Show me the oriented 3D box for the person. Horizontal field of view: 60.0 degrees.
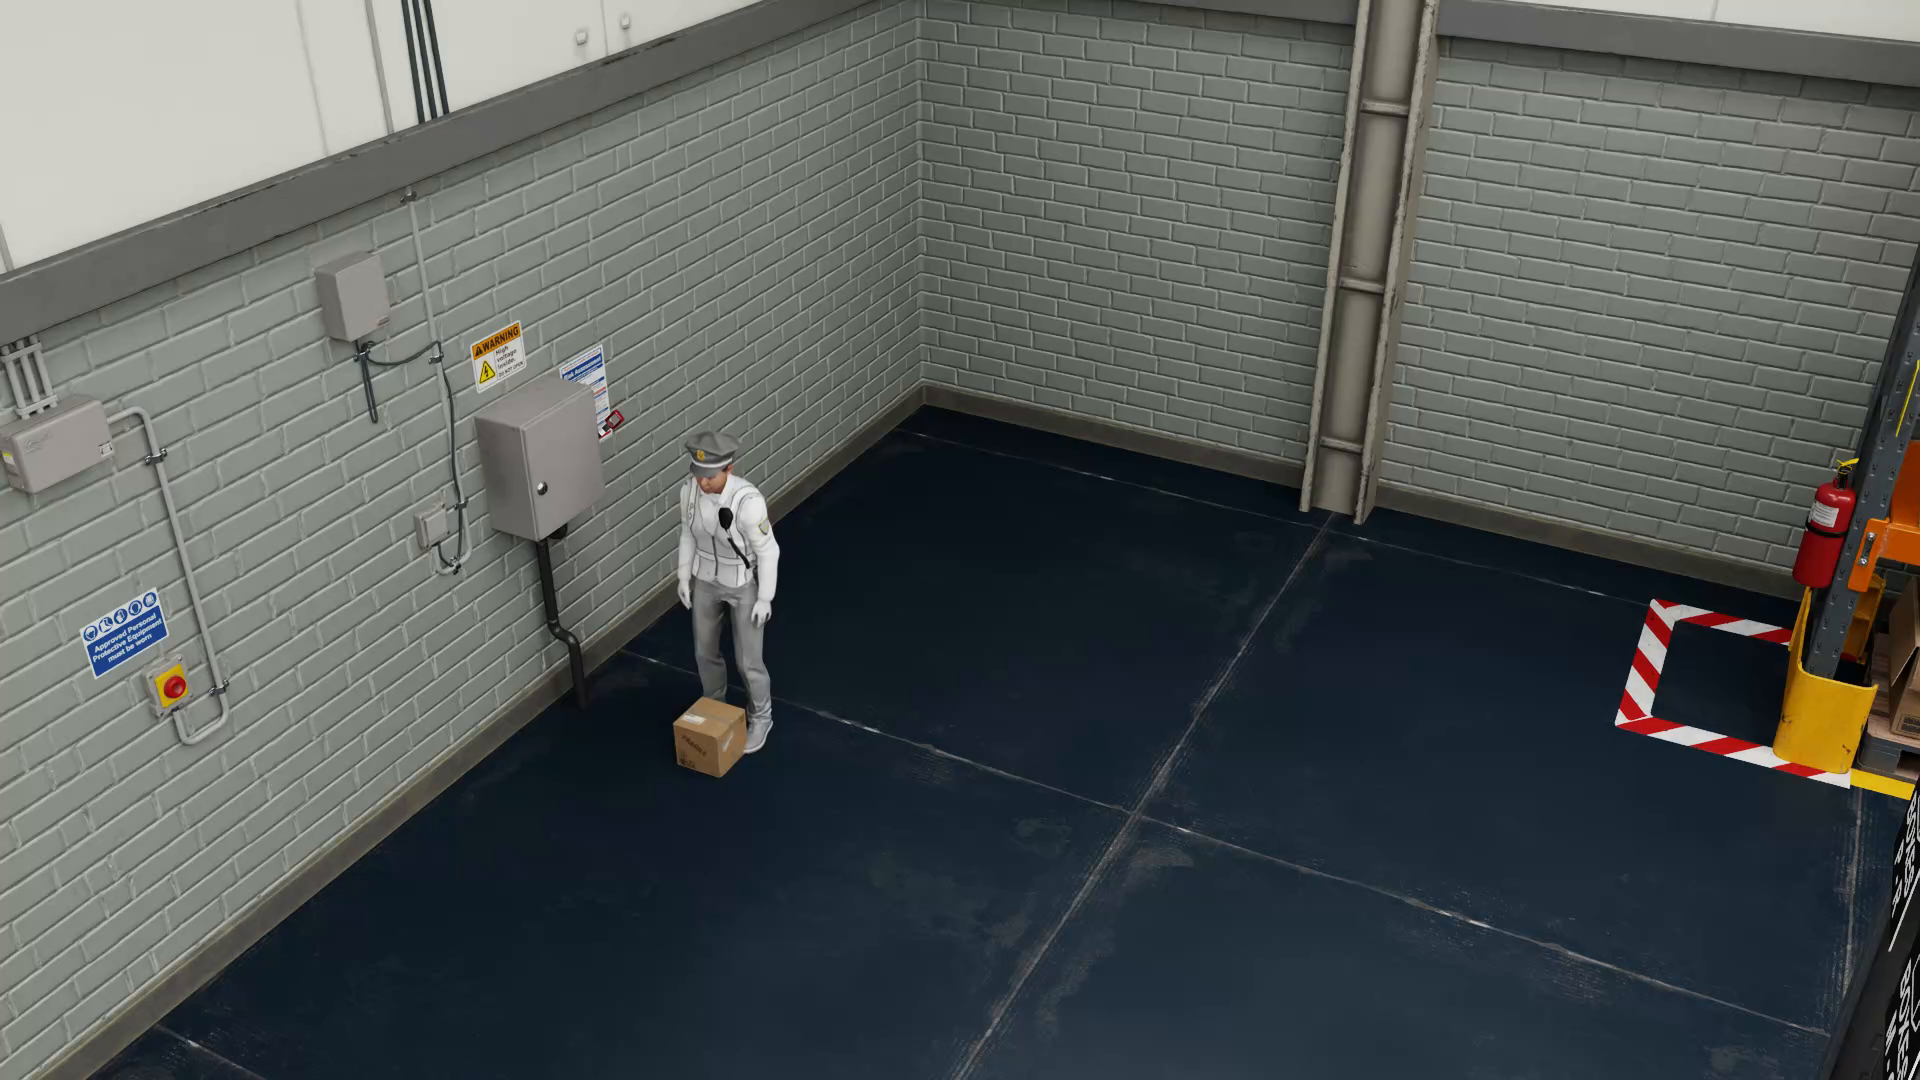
[{"bbox_3d":[-1.099,0.315,7.939,0.520,1.463,0.357,13,33,21],"label":"person"}]
